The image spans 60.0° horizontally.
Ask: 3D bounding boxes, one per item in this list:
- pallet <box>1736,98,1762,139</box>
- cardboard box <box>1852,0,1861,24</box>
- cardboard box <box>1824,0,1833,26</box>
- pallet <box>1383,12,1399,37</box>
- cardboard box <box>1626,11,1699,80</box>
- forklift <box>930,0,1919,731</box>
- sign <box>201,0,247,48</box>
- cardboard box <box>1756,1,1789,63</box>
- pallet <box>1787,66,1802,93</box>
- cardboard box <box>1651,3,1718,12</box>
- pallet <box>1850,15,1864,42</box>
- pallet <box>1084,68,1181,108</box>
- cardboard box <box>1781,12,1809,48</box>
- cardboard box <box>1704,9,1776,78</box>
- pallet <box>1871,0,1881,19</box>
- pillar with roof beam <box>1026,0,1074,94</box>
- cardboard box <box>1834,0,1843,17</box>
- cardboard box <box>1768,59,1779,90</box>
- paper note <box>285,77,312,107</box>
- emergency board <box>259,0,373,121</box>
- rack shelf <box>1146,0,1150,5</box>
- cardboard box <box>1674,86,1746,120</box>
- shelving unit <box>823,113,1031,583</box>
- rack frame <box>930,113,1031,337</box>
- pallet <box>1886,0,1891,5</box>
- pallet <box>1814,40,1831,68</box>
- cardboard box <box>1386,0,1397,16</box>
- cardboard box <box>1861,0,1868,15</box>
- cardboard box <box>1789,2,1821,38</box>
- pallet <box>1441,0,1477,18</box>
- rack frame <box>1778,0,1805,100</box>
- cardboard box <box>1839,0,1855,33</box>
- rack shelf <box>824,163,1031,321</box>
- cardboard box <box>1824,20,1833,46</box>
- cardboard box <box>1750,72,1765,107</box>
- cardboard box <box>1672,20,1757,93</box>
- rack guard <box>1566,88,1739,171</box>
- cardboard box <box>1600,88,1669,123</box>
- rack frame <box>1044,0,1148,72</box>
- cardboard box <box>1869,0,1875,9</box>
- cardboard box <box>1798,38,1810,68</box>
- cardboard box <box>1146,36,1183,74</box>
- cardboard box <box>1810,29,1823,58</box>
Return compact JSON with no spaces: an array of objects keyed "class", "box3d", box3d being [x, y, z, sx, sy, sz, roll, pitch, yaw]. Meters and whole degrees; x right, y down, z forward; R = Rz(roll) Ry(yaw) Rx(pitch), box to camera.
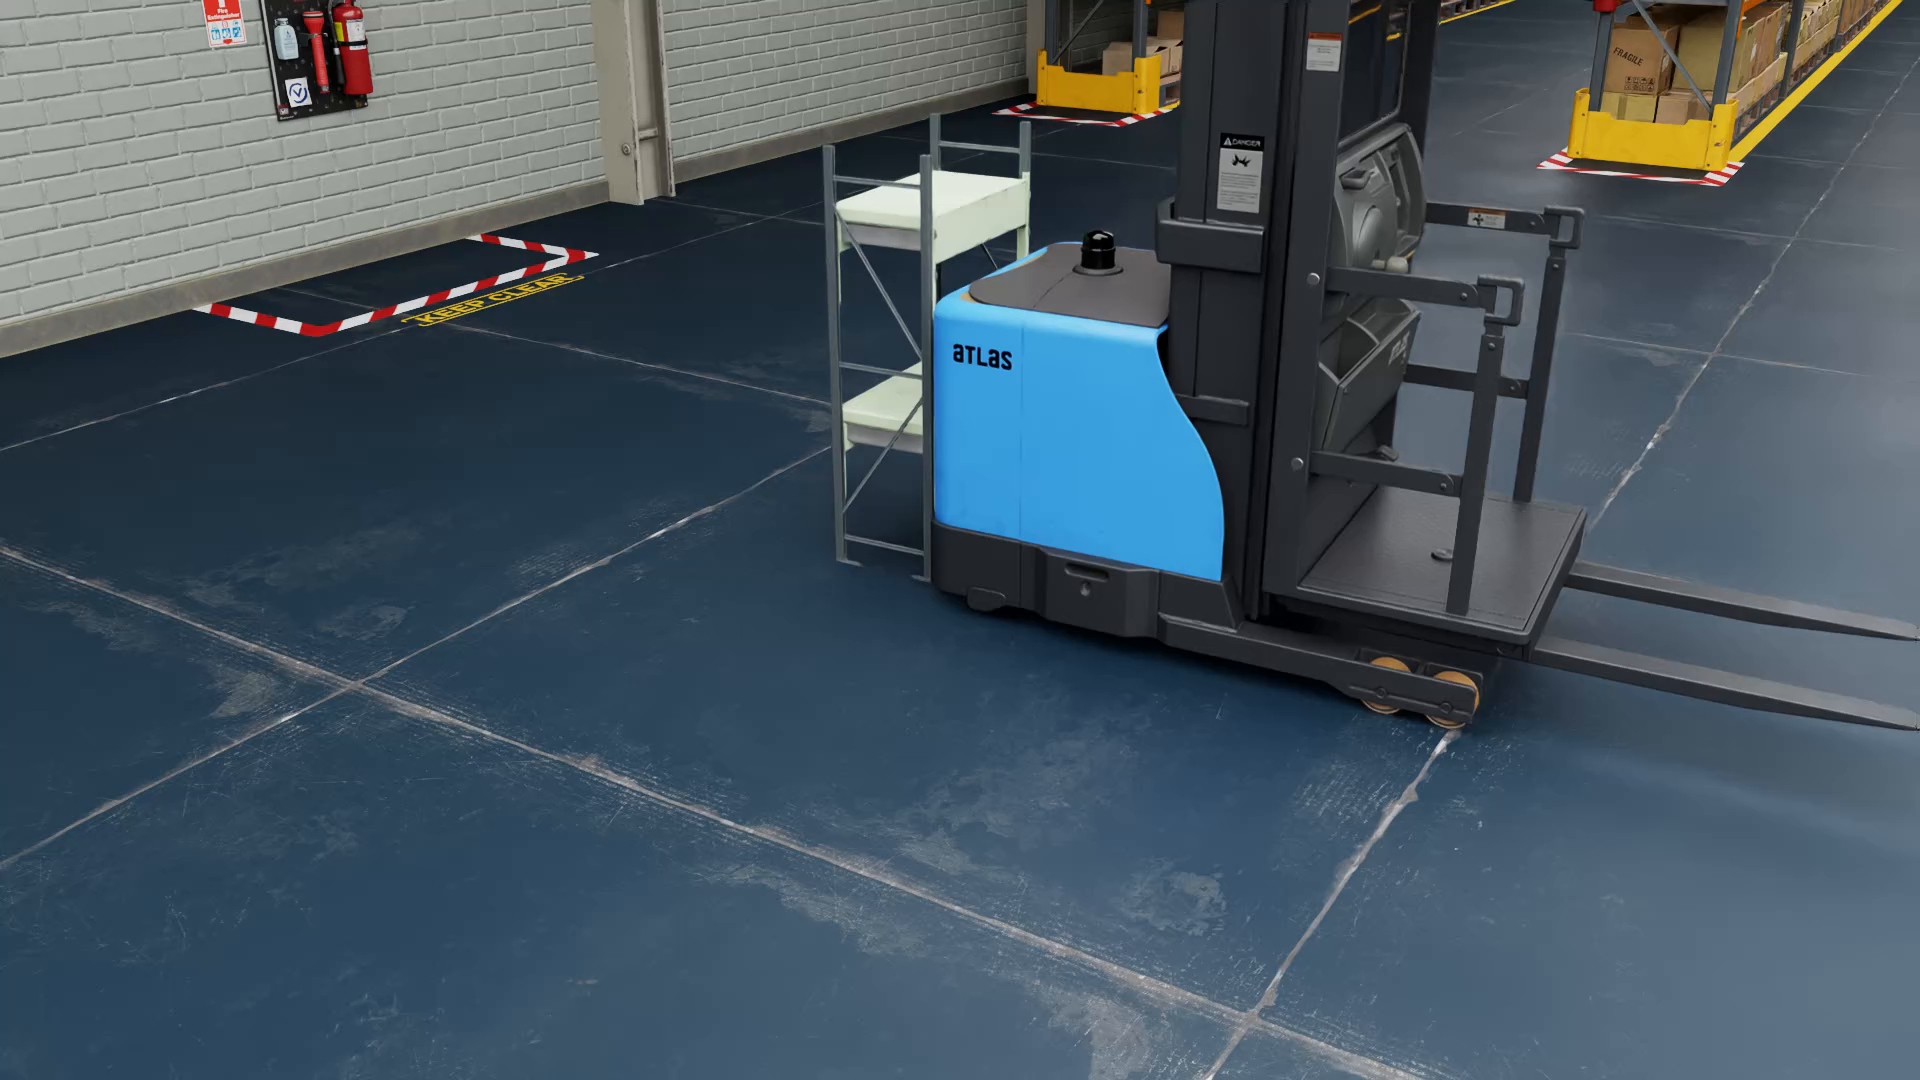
[{"class":"pallet","box3d":[6.471,-3.796,14.753,1.003,0.211,1.213,14,27,29]},{"class":"cardboard box","box3d":[10.702,-6.593,20.298,0.500,0.500,0.500,13,27,28]},{"class":"cardboard box","box3d":[9.075,-5.712,17.896,0.500,0.311,0.500,14,27,29]},{"class":"pallet","box3d":[5.055,-6.593,21.213,1.003,0.211,1.213,14,27,29]},{"class":"cardboard box","box3d":[6.004,-4.258,14.298,0.500,0.500,0.500,14,27,29]},{"class":"forklift","box3d":[1.446,-1.025,4.928,3.031,2.935,1.130,12,26,25]},{"class":"sign","box3d":[-3.997,-2.853,9.020,0.001,0.329,0.234,14,27,29]},{"class":"cardboard box","box3d":[7.237,-4.655,15.216,0.500,0.500,0.500,14,27,29]},{"class":"pallet","box3d":[7.925,-4.726,16.901,1.003,0.211,1.213,14,27,29]},{"class":"cardboard box","box3d":[6.531,-4.595,15.078,0.500,0.500,0.500,14,27,29]},{"class":"pallet","box3d":[10.749,-6.473,20.937,1.003,0.211,1.213,14,27,29]},{"class":"pallet","box3d":[1.747,-4.448,16.260,1.003,0.211,1.213,14,27,29]},{"class":"cardboard box","box3d":[7.999,-5.024,16.307,0.500,0.311,0.500,14,27,29]},{"class":"cardboard box","box3d":[6.725,-4.314,14.428,0.500,0.500,0.500,14,27,29]},{"class":"pallet","box3d":[12.152,-7.401,23.080,1.003,0.211,1.213,14,27,29]},{"class":"pillar with roof beam","box3d":[4.541,-7.704,12.719,9.100,9.000,0.400,14,27,29]},{"class":"cardboard box","box3d":[9.612,-6.059,18.696,0.500,0.311,0.500,15,27,30]},{"class":"cardboard box","box3d":[7.238,-4.311,15.364,0.500,0.250,0.500,14,27,29]},{"class":"paper note","box3d":[-3.770,-2.552,9.479,0.016,0.148,0.142,14,27,29]},{"class":"emergency board","box3d":[-3.618,-3.002,9.409,0.194,1.169,0.643,14,27,29]},{"class":"rack shelf","box3d":[2.304,-5.780,16.732,1.077,0.370,4.000,14,27,29]},{"class":"cardboard box","box3d":[6.192,-3.633,13.800,0.500,0.250,0.500,14,27,29]},{"class":"shelving unit","box3d":[-0.099,-0.704,5.988,0.431,1.500,0.755,12,26,25]},{"class":"rack frame","box3d":[0.071,-0.832,6.285,0.400,1.500,0.023,12,26,25]},{"class":"pallet","box3d":[13.439,-8.224,24.982,1.003,0.211,1.213,14,27,29]},{"class":"pallet","box3d":[9.212,-5.549,18.803,1.003,0.211,1.213,14,27,29]},{"class":"cardboard box","box3d":[5.133,-6.936,21.090,0.700,0.500,0.500,14,27,30]},{"class":"cardboard box","box3d":[11.240,-6.943,21.104,0.500,0.500,0.500,14,27,30]},{"class":"cardboard box","box3d":[8.539,-5.367,17.099,0.500,0.311,0.500,13,27,27]},{"class":"pallet","box3d":[6.593,-7.516,23.347,1.003,0.211,1.213,14,27,29]},{"class":"rack frame","box3d":[7.569,-5.749,15.754,1.000,3.000,0.127,14,27,29]},{"class":"cardboard box","box3d":[10.162,-6.247,19.498,0.500,0.500,0.500,15,28,31]},{"class":"rack shelf","box3d":[-0.100,-1.062,5.833,0.431,0.370,0.720,12,26,25]},{"class":"cardboard box","box3d":[9.340,-5.626,18.403,0.500,0.250,0.500,14,27,28]},{"class":"cardboard box","box3d":[6.724,-3.970,14.577,0.500,0.250,0.500,14,27,29]},{"class":"cardboard box","box3d":[6.193,-3.977,13.650,0.500,0.500,0.500,14,27,29]},{"class":"rack guard","box3d":[5.447,-3.243,13.113,1.175,0.500,0.348,14,27,29]},{"class":"cardboard box","box3d":[5.491,-3.572,13.659,0.500,0.250,0.500,14,27,29]},{"class":"rack frame","box3d":[1.249,-5.436,15.030,1.000,3.000,0.127,14,27,29]},{"class":"cardboard box","box3d":[11.772,-7.277,21.877,0.500,0.500,0.500,14,27,29]},{"class":"cardboard box","box3d":[8.263,-4.936,16.809,0.500,0.250,0.500,15,27,30]},{"class":"cardboard box","box3d":[1.991,-4.811,16.417,0.500,0.311,0.500,16,28,33]},{"class":"cardboard box","box3d":[8.803,-5.283,17.610,0.500,0.250,0.500,14,27,30]}]
